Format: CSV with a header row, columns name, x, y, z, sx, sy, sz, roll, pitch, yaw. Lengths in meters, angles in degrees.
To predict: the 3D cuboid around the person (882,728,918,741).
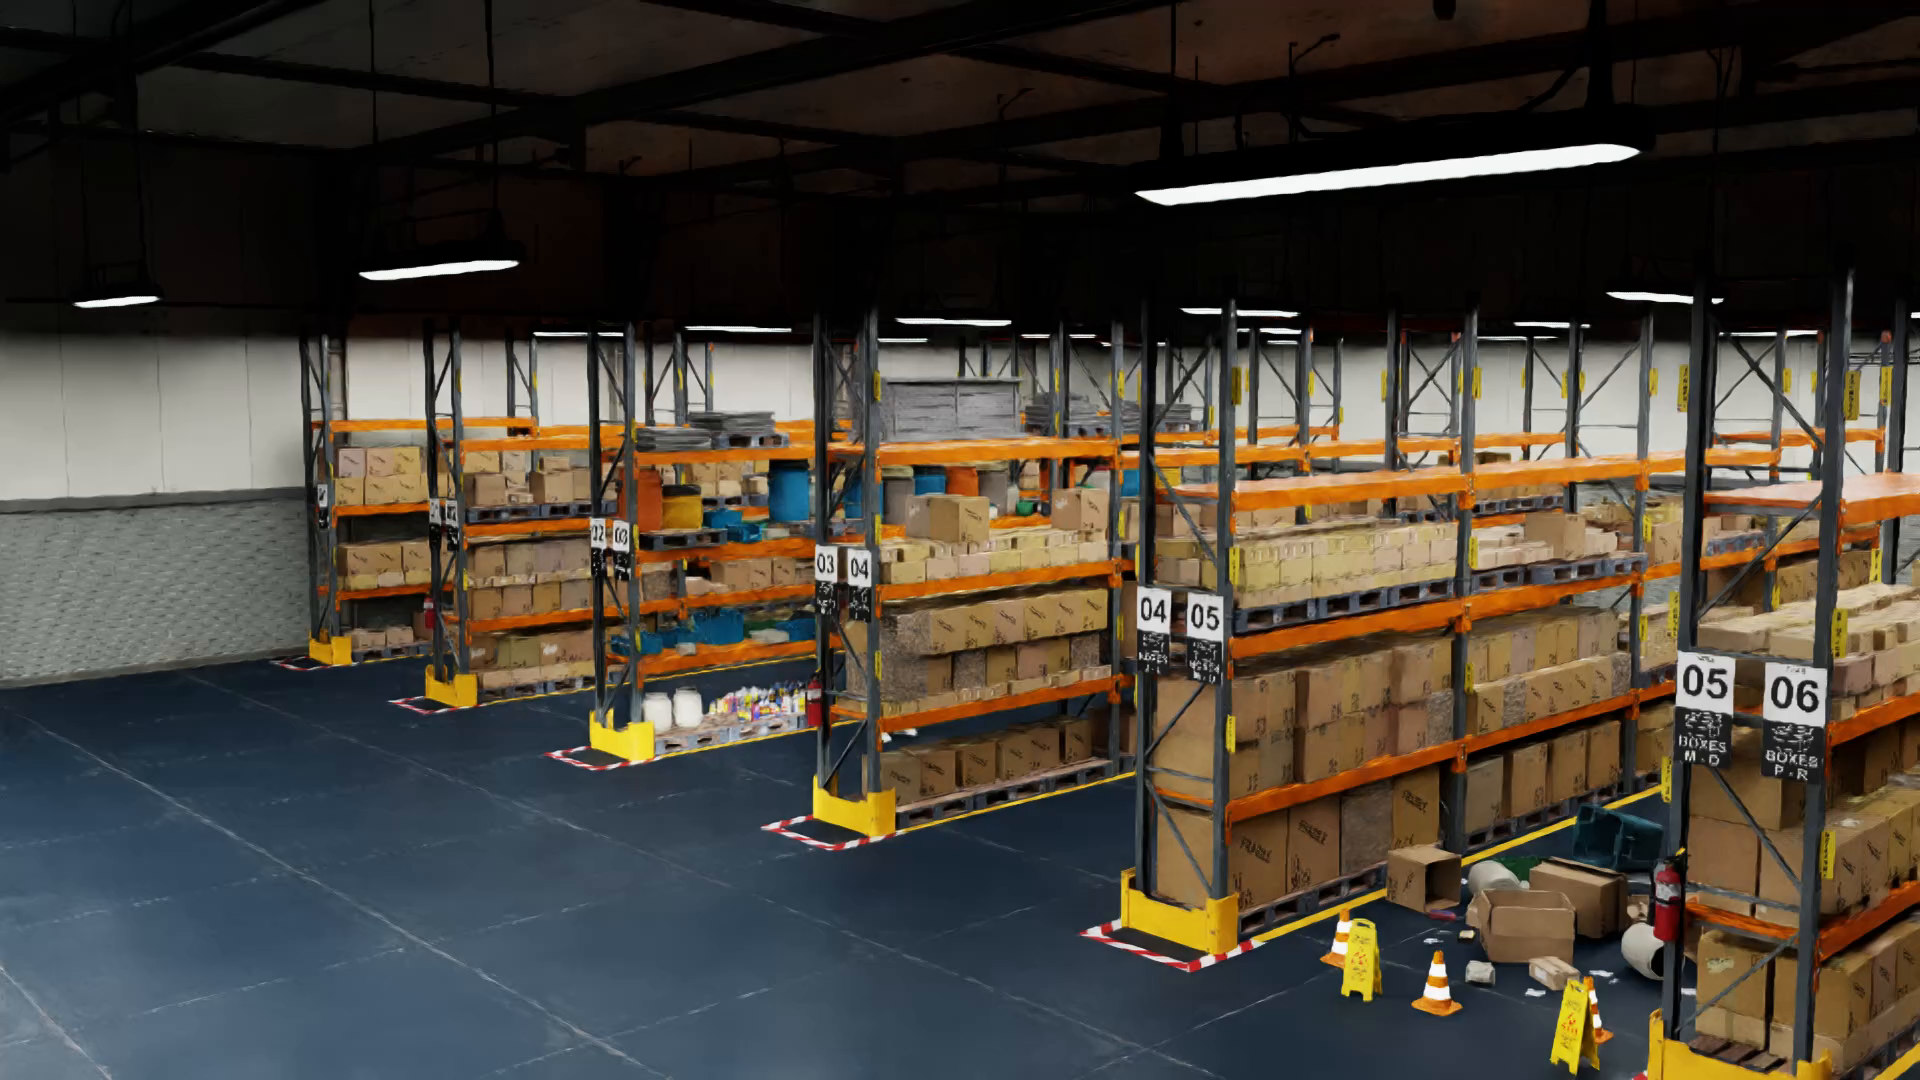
name,x,y,z,sx,sy,sz,roll,pitch,yaw
person,-0.902,1.902,23.372,0.522,1.788,0.654,2,6,20
